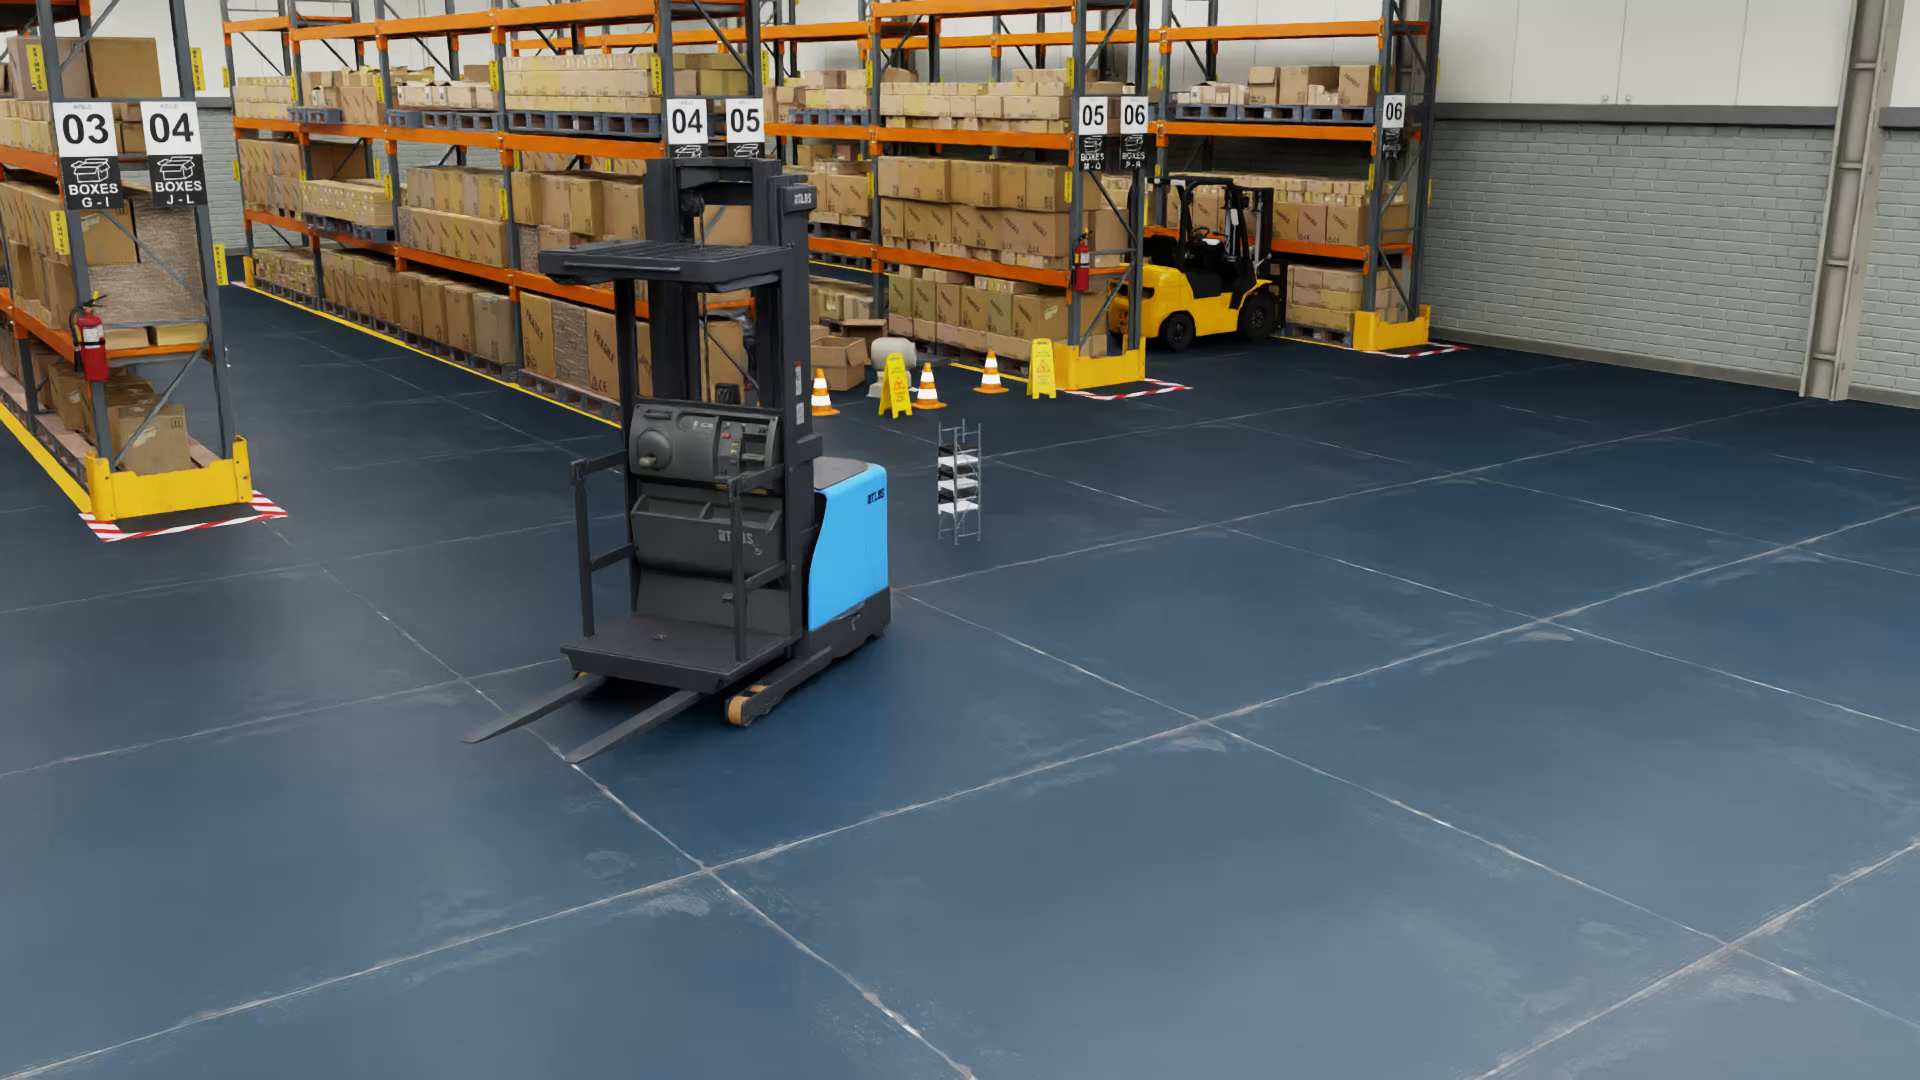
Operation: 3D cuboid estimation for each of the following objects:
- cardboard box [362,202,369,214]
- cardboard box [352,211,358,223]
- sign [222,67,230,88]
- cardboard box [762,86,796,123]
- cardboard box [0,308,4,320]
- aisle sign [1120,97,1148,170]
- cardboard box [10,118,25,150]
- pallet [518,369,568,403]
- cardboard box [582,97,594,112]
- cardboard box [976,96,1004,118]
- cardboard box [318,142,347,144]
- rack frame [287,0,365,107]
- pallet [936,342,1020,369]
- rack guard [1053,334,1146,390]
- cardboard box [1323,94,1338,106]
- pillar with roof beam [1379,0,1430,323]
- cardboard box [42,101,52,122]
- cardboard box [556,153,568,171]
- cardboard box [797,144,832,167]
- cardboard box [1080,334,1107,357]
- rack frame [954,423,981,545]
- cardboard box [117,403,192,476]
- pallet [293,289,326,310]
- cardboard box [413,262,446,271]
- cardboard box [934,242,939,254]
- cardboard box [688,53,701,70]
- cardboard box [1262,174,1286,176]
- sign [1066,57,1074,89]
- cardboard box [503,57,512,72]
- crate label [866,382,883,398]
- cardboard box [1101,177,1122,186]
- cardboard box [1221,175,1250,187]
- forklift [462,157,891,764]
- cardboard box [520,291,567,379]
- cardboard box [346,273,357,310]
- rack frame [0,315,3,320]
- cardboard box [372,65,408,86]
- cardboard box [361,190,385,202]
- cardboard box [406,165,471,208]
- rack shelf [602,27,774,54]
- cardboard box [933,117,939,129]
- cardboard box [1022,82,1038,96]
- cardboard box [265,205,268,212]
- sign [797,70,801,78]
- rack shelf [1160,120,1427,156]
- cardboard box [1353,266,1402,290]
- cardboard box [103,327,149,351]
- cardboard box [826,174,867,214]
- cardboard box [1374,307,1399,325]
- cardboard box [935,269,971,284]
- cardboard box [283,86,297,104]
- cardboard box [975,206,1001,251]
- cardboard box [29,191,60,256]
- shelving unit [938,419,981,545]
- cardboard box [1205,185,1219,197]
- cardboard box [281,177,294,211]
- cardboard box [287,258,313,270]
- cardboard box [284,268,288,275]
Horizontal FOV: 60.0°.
[{"bbox_3d":[-7.816,-4.475,22.359,0.380,0.149,0.250,-10,18,-32],"label":"cardboard box"},{"bbox_3d":[-8.100,-4.435,22.780,0.380,0.149,0.250,-11,19,-35],"label":"cardboard box"},{"bbox_3d":[-12.141,-7.650,27.509,0.100,0.325,0.005,-11,19,-35],"label":"sign"},{"bbox_3d":[-2.505,-6.239,23.818,0.700,0.500,0.500,-11,19,-35],"label":"cardboard box"},{"bbox_3d":[-11.459,-2.738,20.128,1.225,0.875,0.875,-12,19,-37],"label":"cardboard box"},{"bbox_3d":[1.937,-4.528,18.515,0.394,0.787,0.004,-11,19,-35],"label":"aisle sign"},{"bbox_3d":[-7.746,-3.463,14.149,0.500,0.250,0.500,-11,19,-35],"label":"cardboard box"},{"bbox_3d":[-4.263,-1.784,18.696,1.003,0.211,1.213,-11,19,-35],"label":"pallet"},{"bbox_3d":[-3.511,-4.316,16.472,0.380,0.149,0.250,-11,19,-34],"label":"cardboard box"},{"bbox_3d":[0.527,-5.043,19.357,0.500,0.250,0.500,-10,18,-33],"label":"cardboard box"},{"bbox_3d":[-9.736,-5.929,25.909,0.500,0.500,0.500,-12,19,-36],"label":"cardboard box"},{"bbox_3d":[-9.350,-7.906,24.415,1.000,3.000,0.127,-11,19,-35],"label":"rack frame"},{"bbox_3d":[0.443,-2.350,20.763,1.003,0.211,1.213,-11,19,-35],"label":"pallet"},{"bbox_3d":[1.605,-2.050,19.120,1.175,0.500,0.348,-11,19,-35],"label":"rack guard"},{"bbox_3d":[4.930,-5.717,21.592,0.380,0.149,0.250,-12,19,-36],"label":"cardboard box"},{"bbox_3d":[2.500,-6.525,19.370,9.100,9.000,0.400,-11,19,-35],"label":"pillar with roof beam"},{"bbox_3d":[-6.782,-3.279,12.722,0.380,0.149,0.250,-11,19,-35],"label":"cardboard box"},{"bbox_3d":[-6.794,-6.716,29.348,0.500,0.500,0.500,-11,19,-34],"label":"cardboard box"},{"bbox_3d":[-2.814,-7.401,32.236,0.500,0.500,0.500,-10,18,-33],"label":"cardboard box"},{"bbox_3d":[1.399,-2.331,19.825,0.500,0.250,0.500,-11,19,-35],"label":"cardboard box"},{"bbox_3d":[0.055,-0.414,12.384,0.240,0.900,0.006,-11,19,-35],"label":"rack frame"},{"bbox_3d":[-6.720,-0.834,13.882,0.500,0.500,0.500,-7,17,-24],"label":"cardboard box"},{"bbox_3d":[-9.774,-3.805,26.079,1.003,0.211,1.213,-11,19,-35],"label":"pallet"},{"bbox_3d":[-7.208,-3.702,22.937,0.500,0.250,0.500,-12,19,-37],"label":"cardboard box"},{"bbox_3d":[-0.106,-3.647,20.697,0.380,0.149,0.250,-11,19,-35],"label":"cardboard box"},{"bbox_3d":[-2.380,-4.585,15.945,0.380,0.149,0.250,-11,19,-34],"label":"cardboard box"},{"bbox_3d":[4.470,-5.070,23.436,0.380,0.149,0.250,-11,19,-35],"label":"cardboard box"},{"bbox_3d":[1.189,-5.032,17.919,0.100,0.325,0.005,-11,19,-35],"label":"sign"},{"bbox_3d":[-4.708,-5.134,17.952,0.380,0.149,0.250,-11,19,-34],"label":"cardboard box"},{"bbox_3d":[-0.857,-1.664,18.396,0.298,0.136,0.250,7,17,23],"label":"crate label"},{"bbox_3d":[2.297,-5.479,25.493,0.380,0.149,0.250,-11,19,-36],"label":"cardboard box"},{"bbox_3d":[3.885,-5.039,23.322,0.380,0.149,0.250,-11,19,-35],"label":"cardboard box"},{"bbox_3d":[-1.506,-0.542,9.003,1.130,2.935,3.031,7,17,24],"label":"forklift"},{"bbox_3d":[-4.333,-2.337,18.660,0.875,0.875,0.875,-11,19,-34],"label":"cardboard box"},{"bbox_3d":[-8.499,-3.588,23.942,0.500,0.500,0.500,-10,18,-34],"label":"cardboard box"},{"bbox_3d":[-11.070,-3.410,19.352,1.000,3.000,0.127,-11,19,-35],"label":"rack frame"},{"bbox_3d":[-7.447,-6.068,21.744,0.396,0.266,0.258,-11,19,-35],"label":"cardboard box"},{"bbox_3d":[-7.803,-4.614,22.305,0.380,0.149,0.250,-11,19,-35],"label":"cardboard box"},{"bbox_3d":[-6.743,-4.591,21.585,0.700,0.500,0.500,-11,19,-35],"label":"cardboard box"},{"bbox_3d":[-4.230,-7.729,25.889,1.077,0.370,4.000,-11,19,-35],"label":"rack shelf"},{"bbox_3d":[-0.110,-5.096,20.307,0.380,0.149,0.250,-12,19,-36],"label":"cardboard box"},{"bbox_3d":[0.927,-5.089,18.771,0.380,0.149,0.250,-11,19,-35],"label":"cardboard box"},{"bbox_3d":[-11.216,-5.477,27.382,0.380,0.149,0.250,-10,18,-32],"label":"cardboard box"},{"bbox_3d":[-3.284,-9.383,33.818,0.100,0.325,0.005,-11,19,-35],"label":"sign"},{"bbox_3d":[4.487,-5.538,22.808,1.077,0.370,4.000,-11,19,-35],"label":"rack shelf"},{"bbox_3d":[5.533,-3.502,22.207,0.500,0.250,0.500,-11,19,-35],"label":"cardboard box"},{"bbox_3d":[-6.701,-1.609,13.249,0.380,0.149,0.250,-11,19,-35],"label":"cardboard box"},{"bbox_3d":[-1.452,-4.657,22.360,0.500,0.500,0.500,-11,19,-34],"label":"cardboard box"},{"bbox_3d":[5.532,-3.023,22.350,0.500,0.250,0.500,-11,19,-34],"label":"cardboard box"},{"bbox_3d":[-0.084,-3.274,20.621,0.380,0.149,0.250,-10,18,-31],"label":"cardboard box"},{"bbox_3d":[-9.828,-6.687,24.981,0.500,0.250,0.500,-12,19,-37],"label":"cardboard box"},{"bbox_3d":[0.526,-3.720,19.731,0.500,0.500,0.500,-11,19,-35],"label":"cardboard box"},{"bbox_3d":[-7.480,-2.668,13.994,0.500,0.500,0.500,-11,19,-35],"label":"cardboard box"},{"bbox_3d":[-0.005,-0.436,12.464,0.258,0.900,0.210,-11,19,-35],"label":"shelving unit"},{"bbox_3d":[3.700,-4.947,23.550,0.380,0.149,0.250,-10,18,-33],"label":"cardboard box"},{"bbox_3d":[-10.168,-5.374,25.778,0.500,0.500,0.500,-11,19,-36],"label":"cardboard box"},{"bbox_3d":[-10.428,-4.374,26.352,0.380,0.149,0.250,-12,19,-37],"label":"cardboard box"},{"bbox_3d":[-10.782,-4.415,27.066,0.380,0.149,0.250,-10,18,-32],"label":"cardboard box"}]
